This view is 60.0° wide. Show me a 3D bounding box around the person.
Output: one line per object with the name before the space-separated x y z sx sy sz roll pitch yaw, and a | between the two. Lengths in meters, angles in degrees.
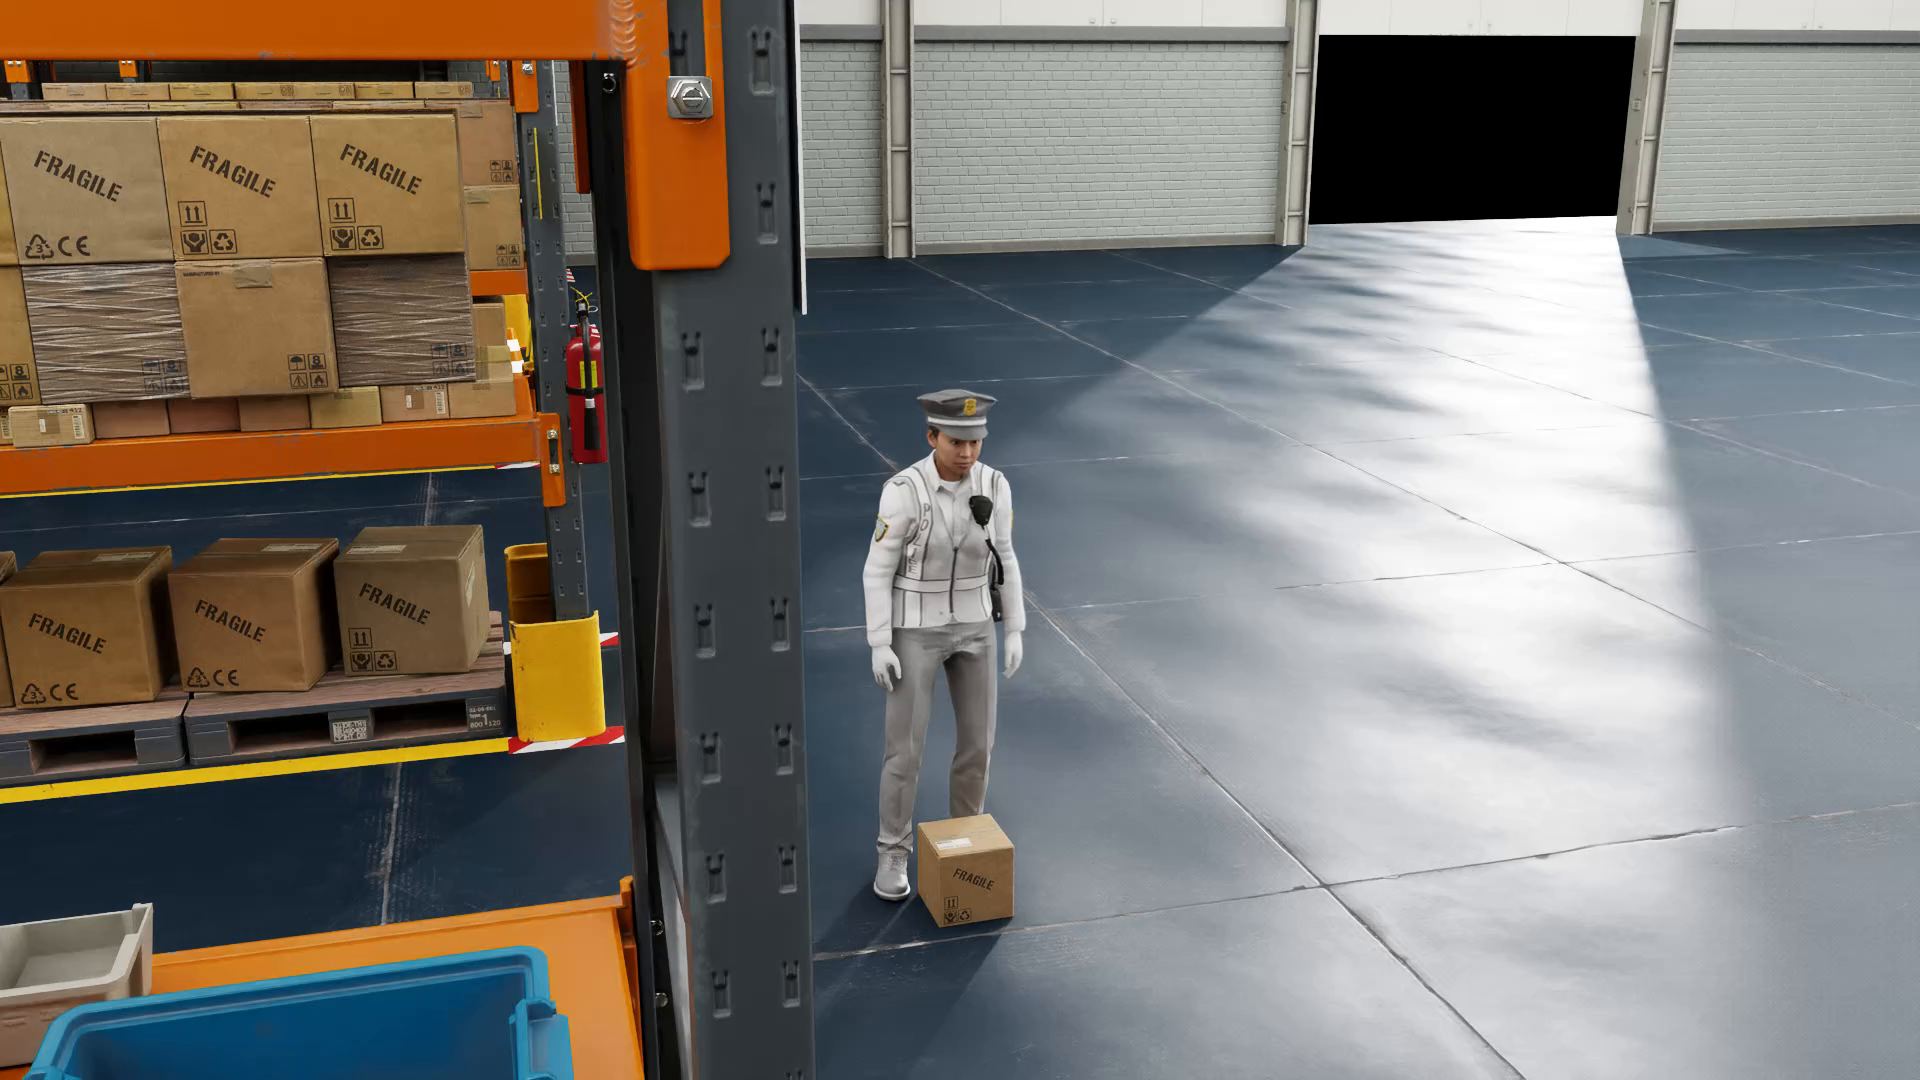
person | -0.048 0.322 5.403 0.547 1.667 0.369 -5 17 -18
